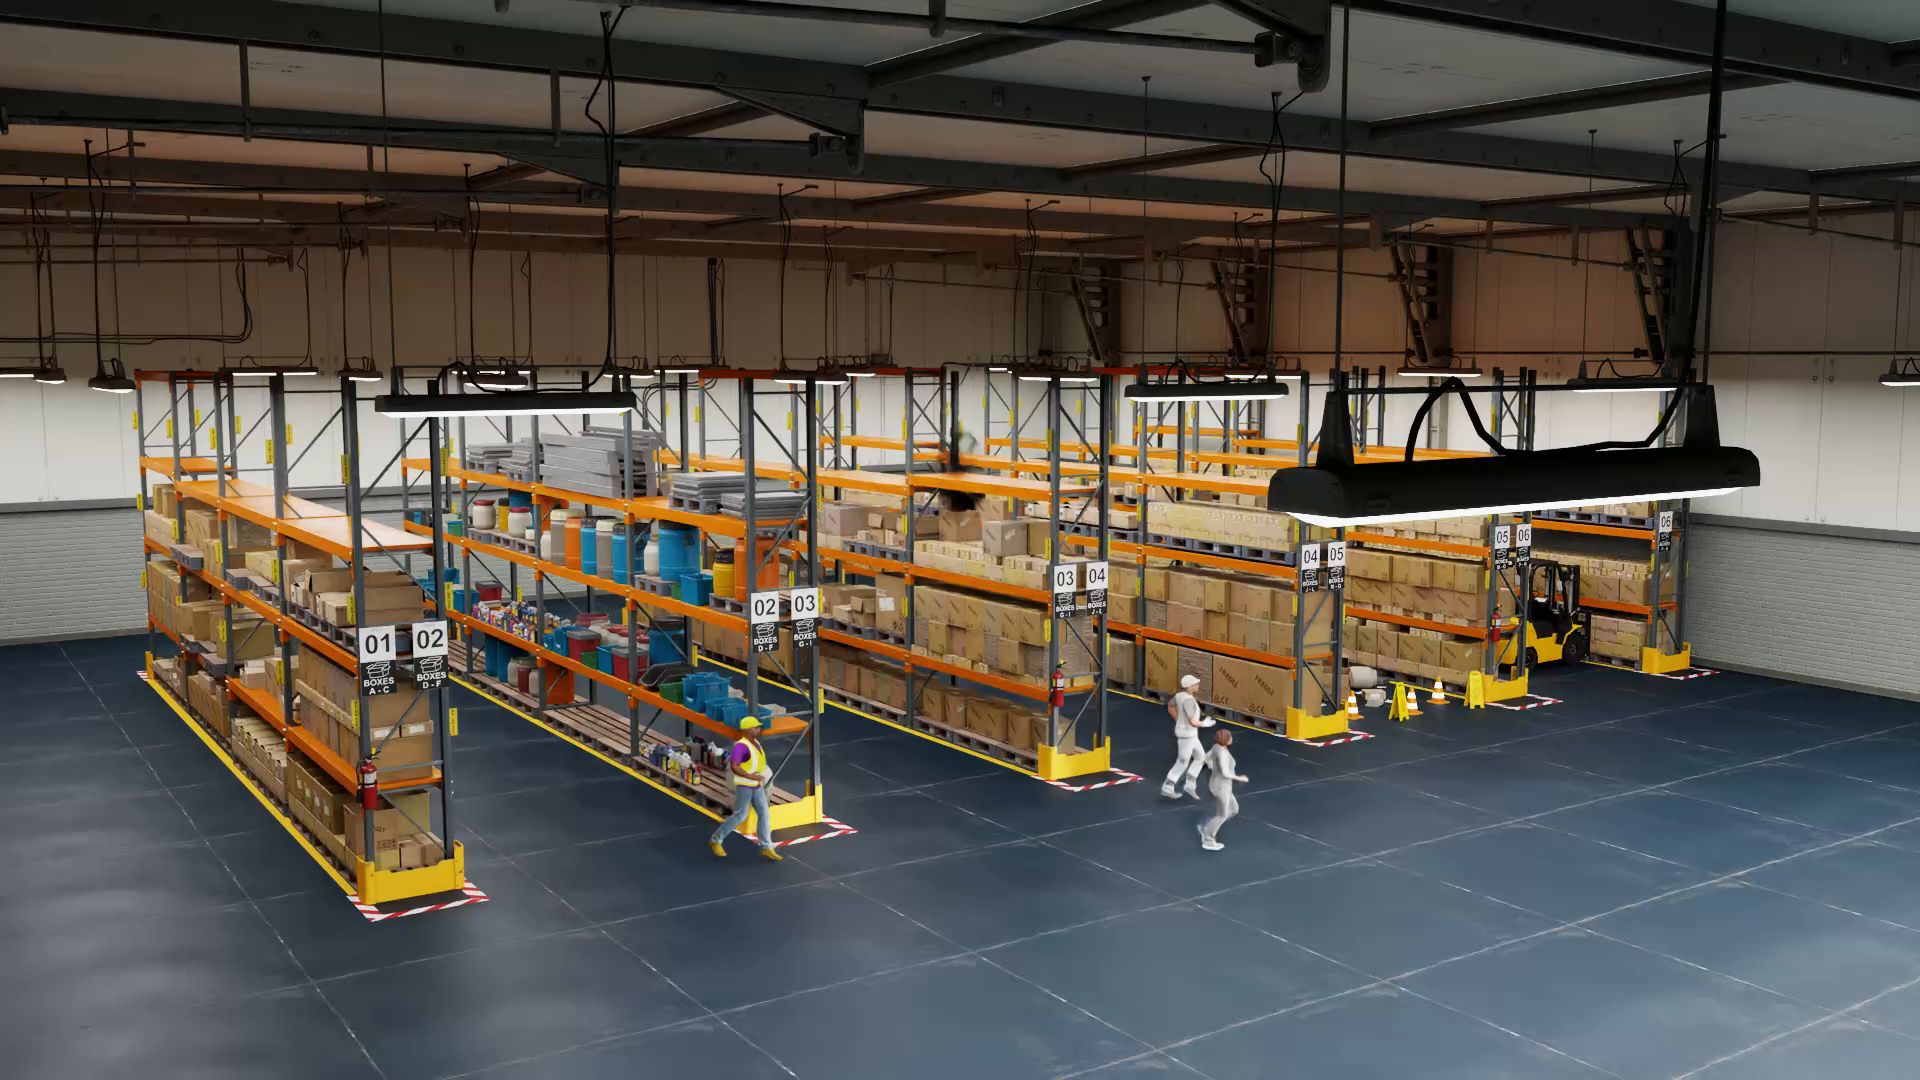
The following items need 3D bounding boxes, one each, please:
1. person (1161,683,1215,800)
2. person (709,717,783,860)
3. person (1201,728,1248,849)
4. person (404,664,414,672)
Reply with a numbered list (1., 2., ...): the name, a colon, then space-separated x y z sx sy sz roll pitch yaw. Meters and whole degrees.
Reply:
1. person: 3.220 2.876 23.504 0.750 1.720 0.678 0 6 2
2. person: -2.619 3.098 20.893 0.956 1.754 0.758 2 7 20
3. person: 3.365 3.157 21.163 0.584 1.556 0.577 0 6 0
4. person: -9.610 2.299 28.587 0.616 1.660 0.522 -6 9 -44
